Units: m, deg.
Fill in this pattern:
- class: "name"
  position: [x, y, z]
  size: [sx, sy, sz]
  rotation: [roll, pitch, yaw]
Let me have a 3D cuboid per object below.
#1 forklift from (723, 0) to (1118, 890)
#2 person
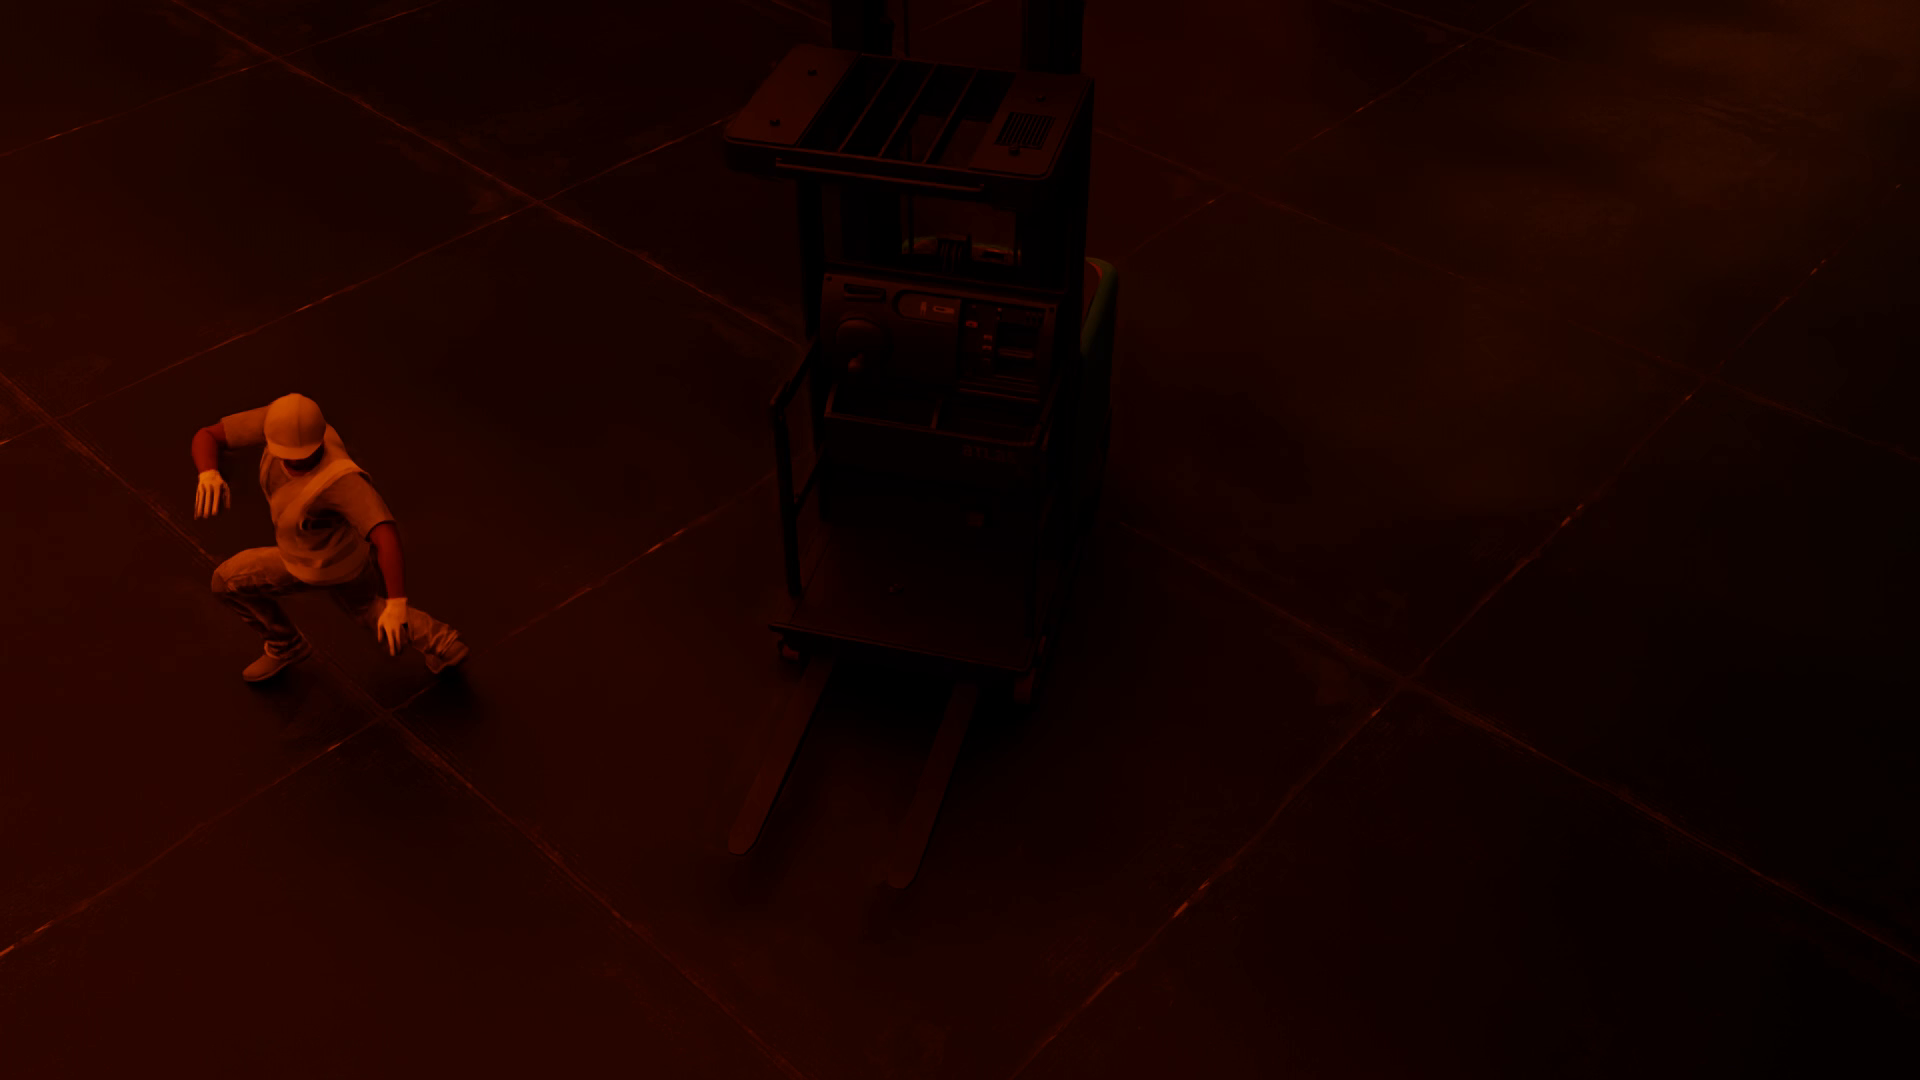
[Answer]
- class: "forklift"
  position: [-0.139, -0.712, 6.258]
  size: [1.130, 2.935, 3.031]
  rotation: [10, 42, 11]
- class: "person"
  position: [-2.503, 0.112, 6.416]
  size: [0.996, 1.491, 0.857]
  rotation: [-3, 41, -4]
